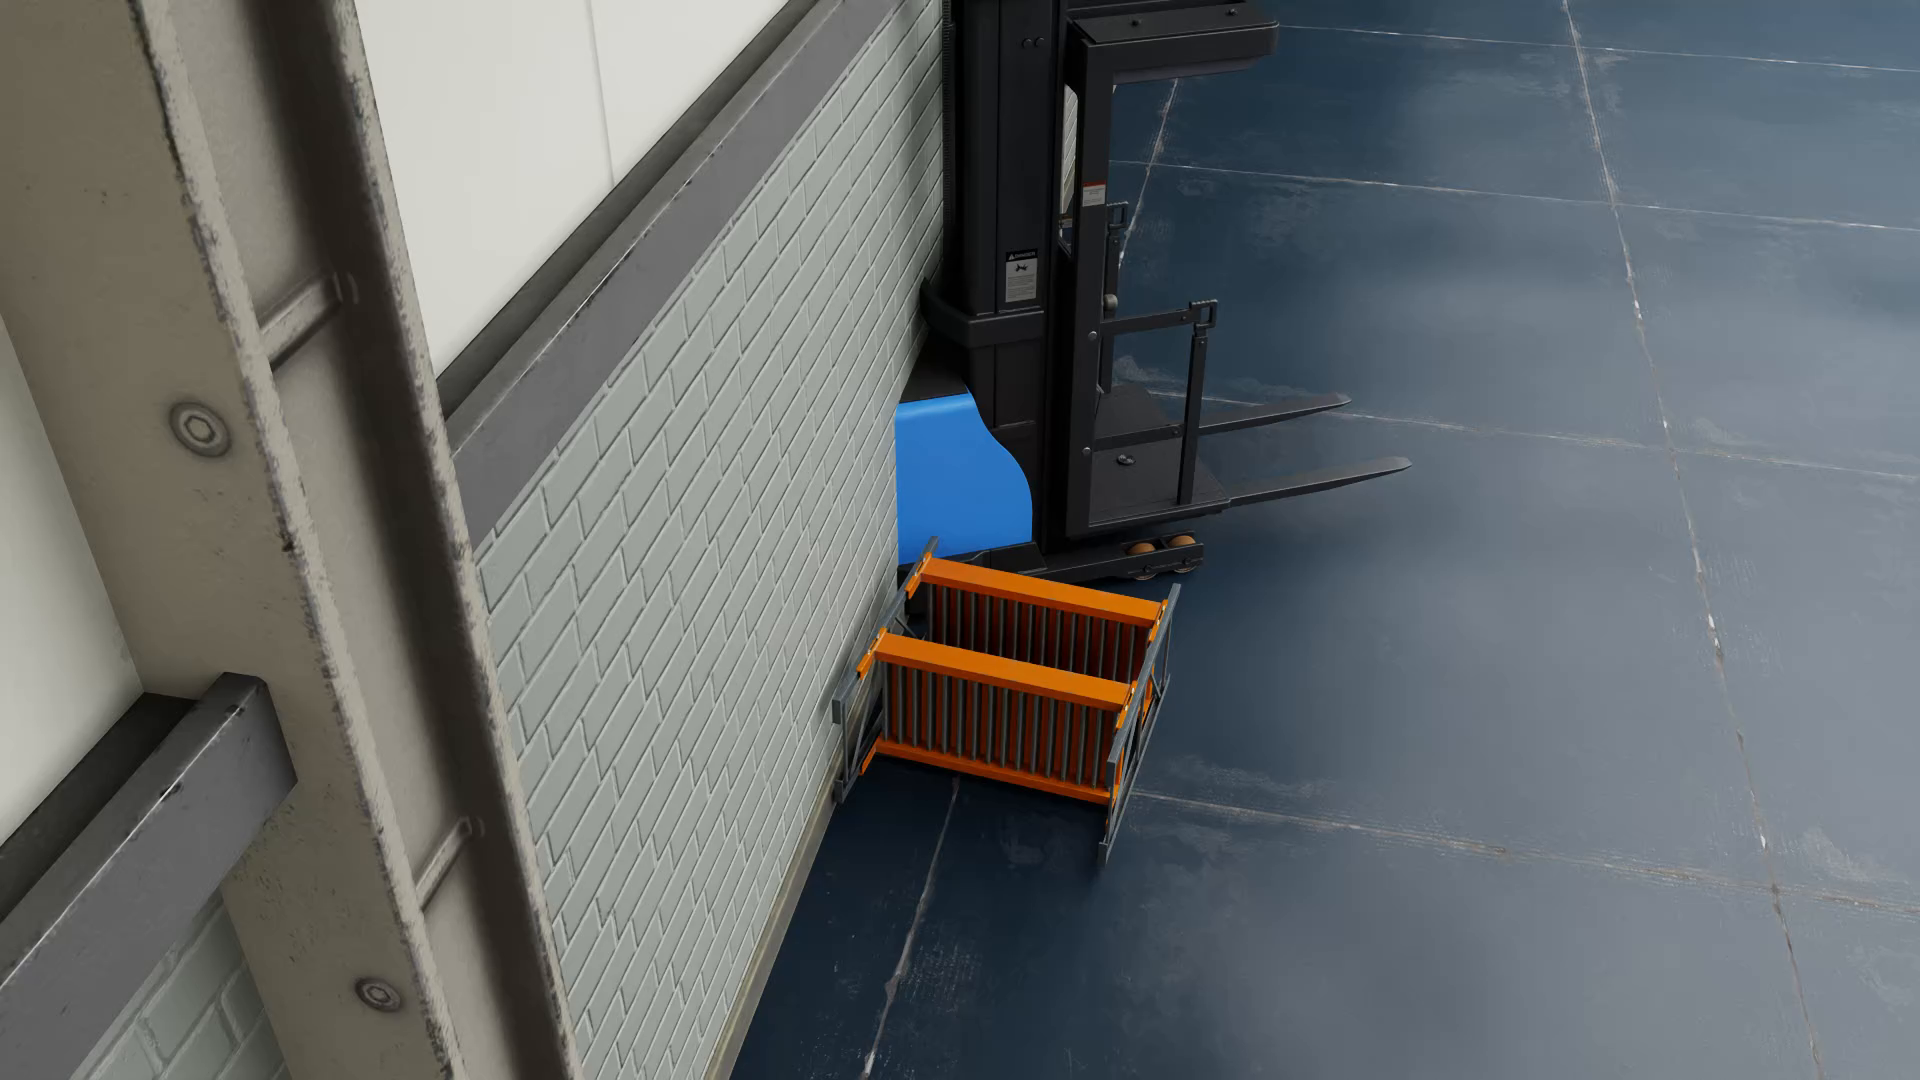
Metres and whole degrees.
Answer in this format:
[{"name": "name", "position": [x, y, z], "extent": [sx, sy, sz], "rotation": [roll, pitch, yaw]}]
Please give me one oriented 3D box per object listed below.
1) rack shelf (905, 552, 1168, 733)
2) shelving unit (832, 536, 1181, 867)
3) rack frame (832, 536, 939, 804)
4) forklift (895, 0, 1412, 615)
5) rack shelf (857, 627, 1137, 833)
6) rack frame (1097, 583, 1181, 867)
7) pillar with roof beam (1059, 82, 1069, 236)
[{"name": "rack shelf", "position": [0.294, 0.428, 6.681], "extent": [1.000, 0.538, 0.278], "rotation": [11, 35, 14]}, {"name": "shelving unit", "position": [0.204, 0.583, 6.449], "extent": [1.048, 0.538, 1.125], "rotation": [11, 35, 14]}, {"name": "rack frame", "position": [-0.280, 0.487, 6.573], "extent": [0.032, 0.500, 1.125], "rotation": [11, 35, 14]}, {"name": "forklift", "position": [0.596, -1.293, 7.036], "extent": [3.031, 2.935, 1.130], "rotation": [-10, 37, -14]}, {"name": "rack shelf", "position": [0.129, 0.712, 6.256], "extent": [1.000, 0.538, 0.278], "rotation": [11, 35, 14]}, {"name": "rack frame", "position": [0.688, 0.678, 6.326], "extent": [0.032, 0.500, 1.125], "rotation": [11, 35, 14]}, {"name": "pillar with roof beam", "position": [4.551, -3.972, 5.562], "extent": [9.100, 9.000, 0.400], "rotation": [7, 37, 10]}]
